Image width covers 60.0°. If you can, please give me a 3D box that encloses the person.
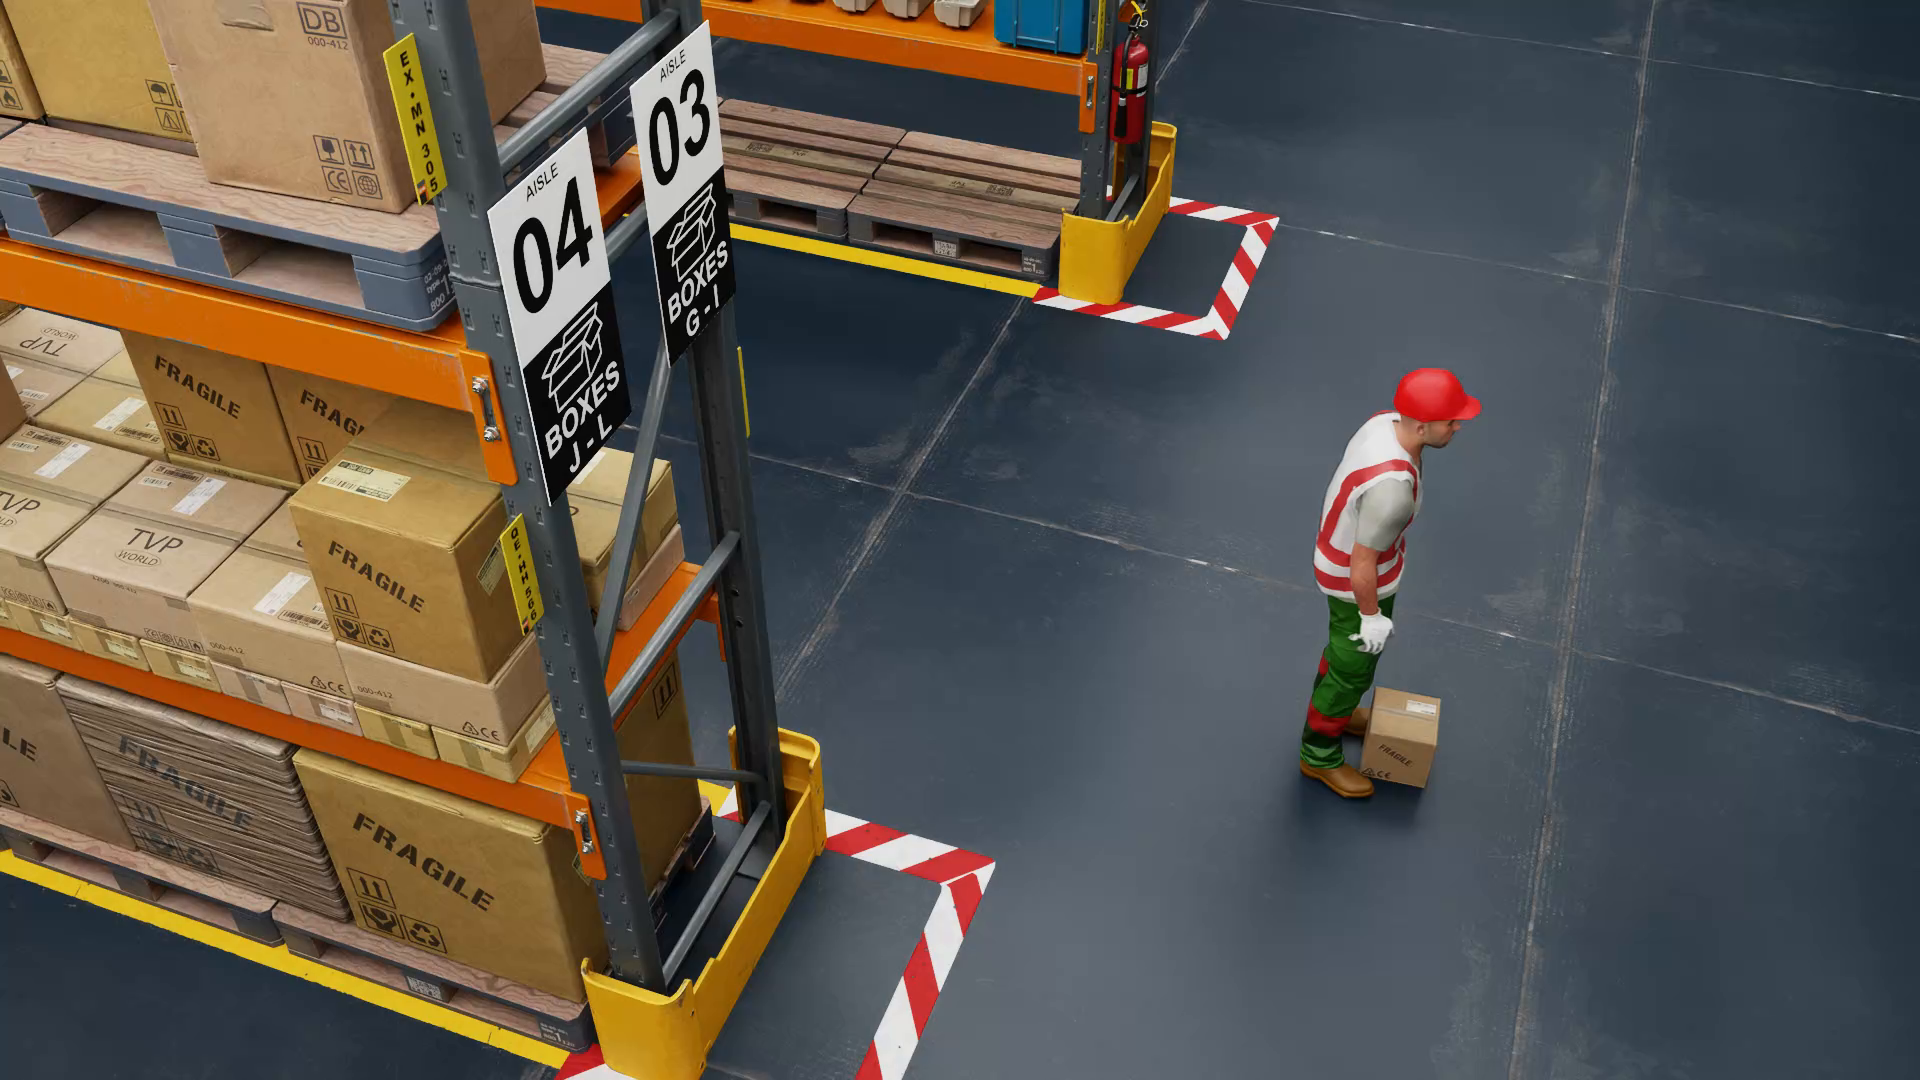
[{"bbox_3d":[1.494,0.125,6.002,0.445,1.781,0.621,11,42,13],"label":"person"}]
